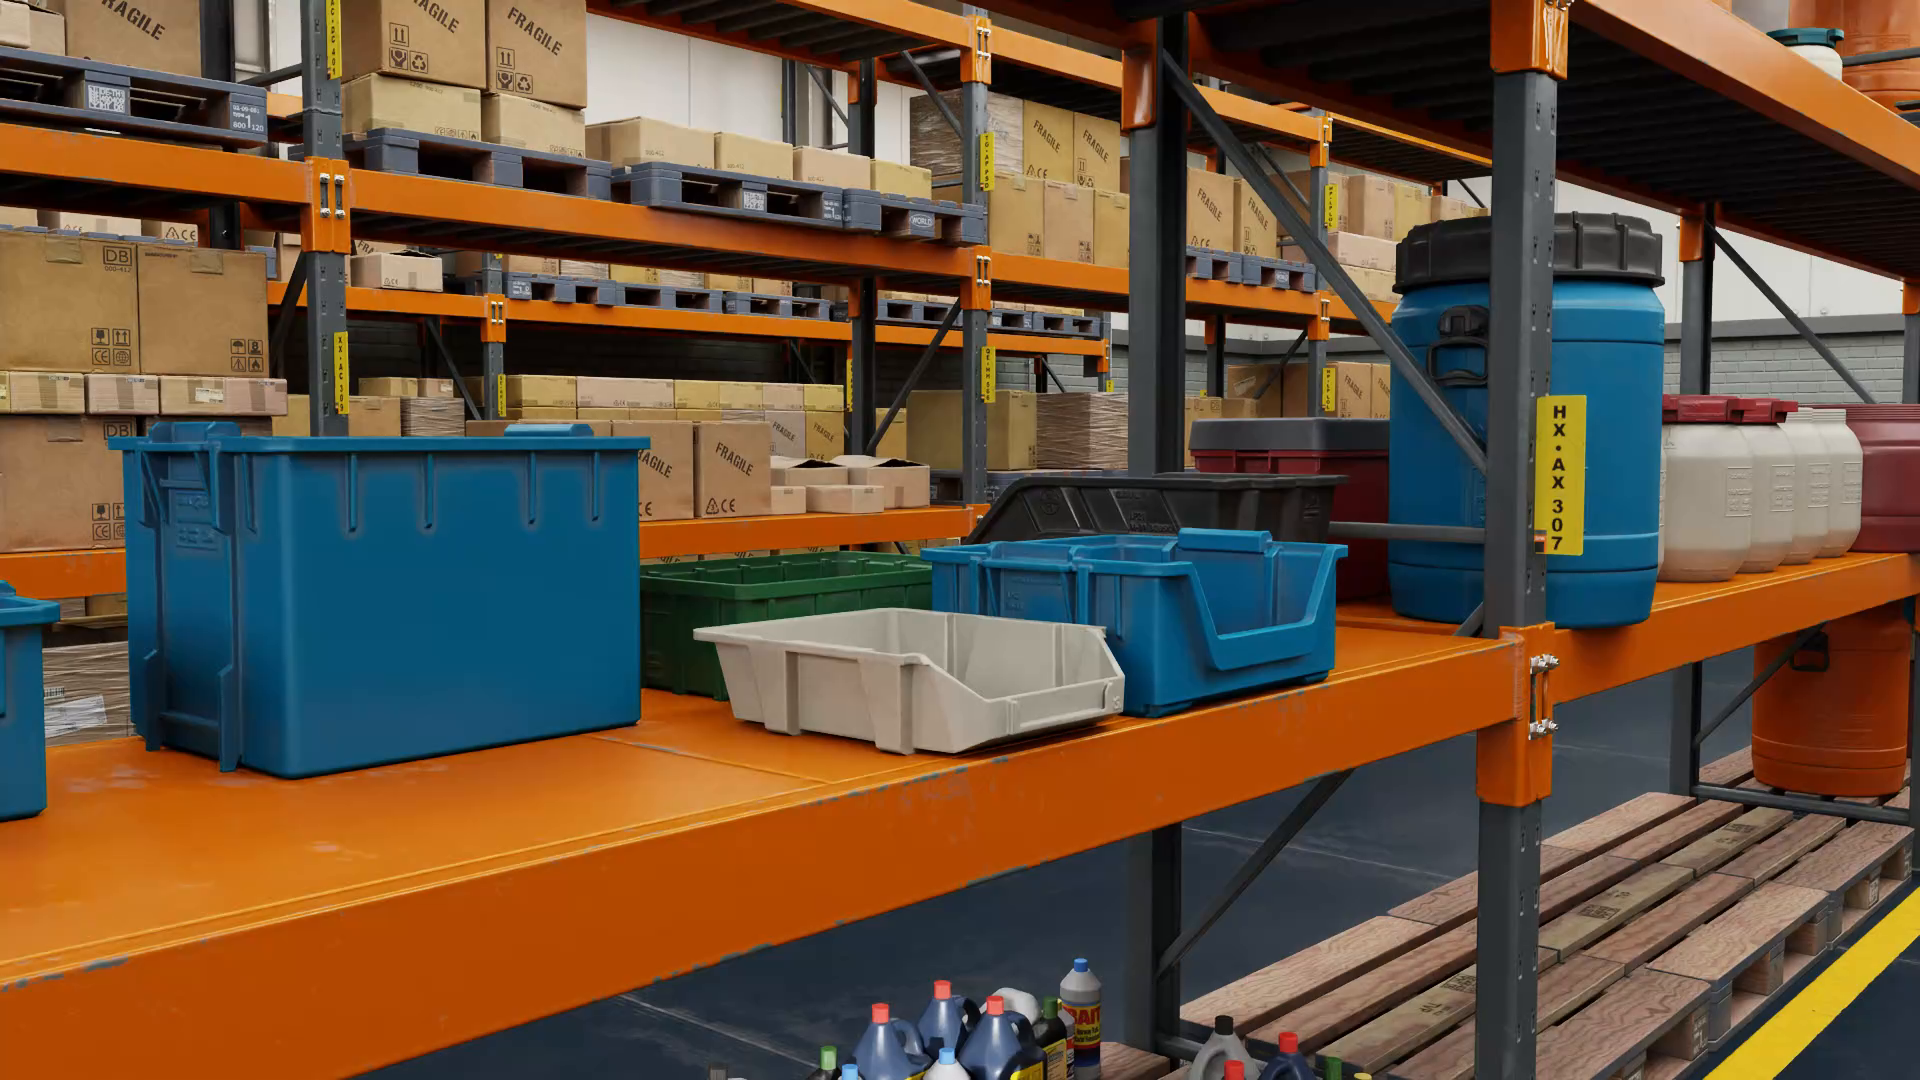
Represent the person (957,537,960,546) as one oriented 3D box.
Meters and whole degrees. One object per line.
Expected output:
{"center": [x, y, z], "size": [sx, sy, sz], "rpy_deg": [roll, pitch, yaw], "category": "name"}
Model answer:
{"center": [0.242, -0.032, 14.085], "size": [0.566, 1.762, 0.505], "rpy_deg": [3, 5, 40], "category": "person"}
